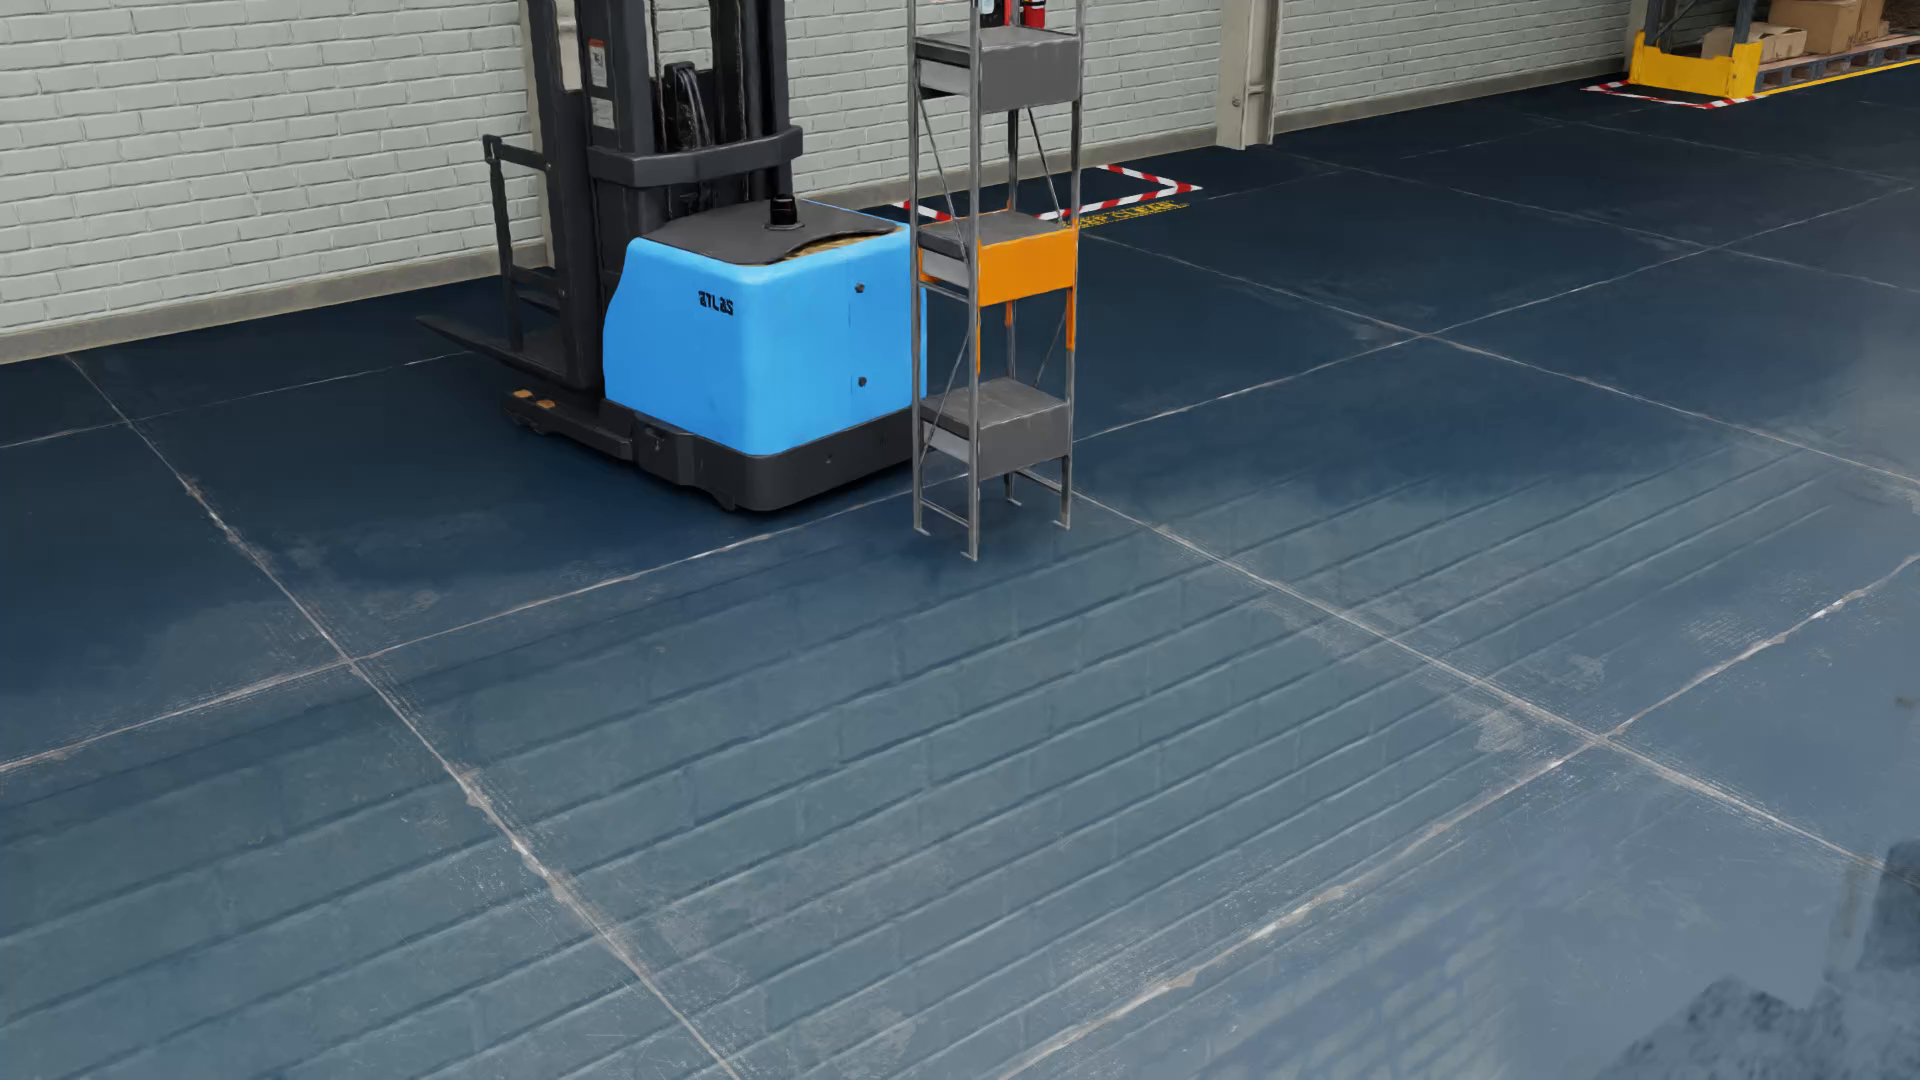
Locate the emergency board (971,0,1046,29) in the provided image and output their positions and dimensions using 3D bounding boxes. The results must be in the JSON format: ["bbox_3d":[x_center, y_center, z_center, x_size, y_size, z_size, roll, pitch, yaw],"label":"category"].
[{"bbox_3d":[0.391,-4.030,11.870,0.643,1.169,0.194,-18,31,-34],"label":"emergency board"}]

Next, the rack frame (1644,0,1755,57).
[{"bbox_3d":[7.064,-5.750,15.576,0.127,3.000,1.000,-18,31,-34],"label":"rack frame"}]

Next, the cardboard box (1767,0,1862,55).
[{"bbox_3d":[8.720,-5.287,17.026,0.500,0.500,0.700,-21,32,-37],"label":"cardboard box"}]

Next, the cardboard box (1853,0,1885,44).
[{"bbox_3d":[9.419,-5.572,17.639,0.500,0.500,0.500,-21,32,-38],"label":"cardboard box"}]

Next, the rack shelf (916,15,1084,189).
[{"bbox_3d":[0.130,-1.618,6.112,0.480,0.518,0.431,-18,31,-34],"label":"rack shelf"}]

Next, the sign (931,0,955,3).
[{"bbox_3d":[-0.108,-3.937,11.627,0.234,0.329,0.001,-18,31,-34],"label":"sign"}]

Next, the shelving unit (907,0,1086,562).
[{"bbox_3d":[0.130,-0.995,6.401,0.503,2.100,0.431,-18,31,-34],"label":"shelving unit"}]

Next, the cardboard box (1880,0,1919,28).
[{"bbox_3d":[10.780,-6.051,18.672,0.500,0.500,0.700,-17,30,-32],"label":"cardboard box"}]

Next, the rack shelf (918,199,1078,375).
[{"bbox_3d":[0.130,-0.983,6.406,0.480,0.518,0.431,-18,31,-34],"label":"rack shelf"}]

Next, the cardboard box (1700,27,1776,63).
[{"bbox_3d":[7.664,-4.879,16.372,0.500,0.311,0.500,-23,33,-40],"label":"cardboard box"}]

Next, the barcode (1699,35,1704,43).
[{"bbox_3d":[7.431,-5.021,16.666,0.075,0.075,0.001,-18,31,-34],"label":"barcode"}]

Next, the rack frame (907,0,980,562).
[{"bbox_3d":[-0.062,-0.932,6.264,0.015,2.100,0.400,-18,31,-34],"label":"rack frame"}]

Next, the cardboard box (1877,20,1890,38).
[{"bbox_3d":[9.809,-5.554,17.997,0.380,0.166,0.250,22,33,39],"label":"cardboard box"}]

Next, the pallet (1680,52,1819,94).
[{"bbox_3d":[7.784,-4.704,16.635,1.213,0.211,1.003,-18,31,-34],"label":"pallet"}]

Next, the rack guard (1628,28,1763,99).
[{"bbox_3d":[7.123,-4.636,16.144,0.348,0.500,1.175,-18,31,-34],"label":"rack guard"}]

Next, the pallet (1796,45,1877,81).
[{"bbox_3d":[8.744,-5.019,17.314,1.213,0.211,1.003,-18,31,-34],"label":"pallet"}]

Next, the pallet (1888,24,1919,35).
[{"bbox_3d":[10.823,-5.727,18.838,1.213,0.211,1.003,-18,31,-34],"label":"pallet"}]

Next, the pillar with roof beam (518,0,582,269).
[{"bbox_3d":[0.294,-4.396,5.532,0.400,9.000,9.100,-18,31,-34],"label":"pillar with roof beam"}]

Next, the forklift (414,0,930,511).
[{"bbox_3d":[-1.545,-1.962,7.497,3.031,2.935,1.130,22,33,39],"label":"forklift"}]

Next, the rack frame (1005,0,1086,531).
[{"bbox_3d":[0.322,-1.059,6.537,0.015,2.100,0.400,-18,31,-34],"label":"rack frame"}]

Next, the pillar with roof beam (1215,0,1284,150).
[{"bbox_3d":[5.016,-5.954,8.891,0.400,9.000,9.100,-18,31,-34],"label":"pillar with roof beam"}]

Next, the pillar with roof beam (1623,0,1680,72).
[{"bbox_3d":[9.737,-7.513,12.249,0.400,9.000,9.100,-18,31,-34],"label":"pillar with roof beam"}]

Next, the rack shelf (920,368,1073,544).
[{"bbox_3d":[0.130,-0.348,6.701,0.480,0.518,0.431,-18,31,-34],"label":"rack shelf"}]

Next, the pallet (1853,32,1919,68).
[{"bbox_3d":[9.705,-5.338,18.000,1.213,0.211,1.003,-18,31,-34],"label":"pallet"}]

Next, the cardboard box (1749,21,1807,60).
[{"bbox_3d":[8.112,-5.028,16.691,0.500,0.311,0.500,-15,29,-30],"label":"cardboard box"}]

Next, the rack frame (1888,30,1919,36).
[{"bbox_3d":[10.211,-6.789,17.814,0.127,3.000,1.000,-18,31,-34],"label":"rack frame"}]
